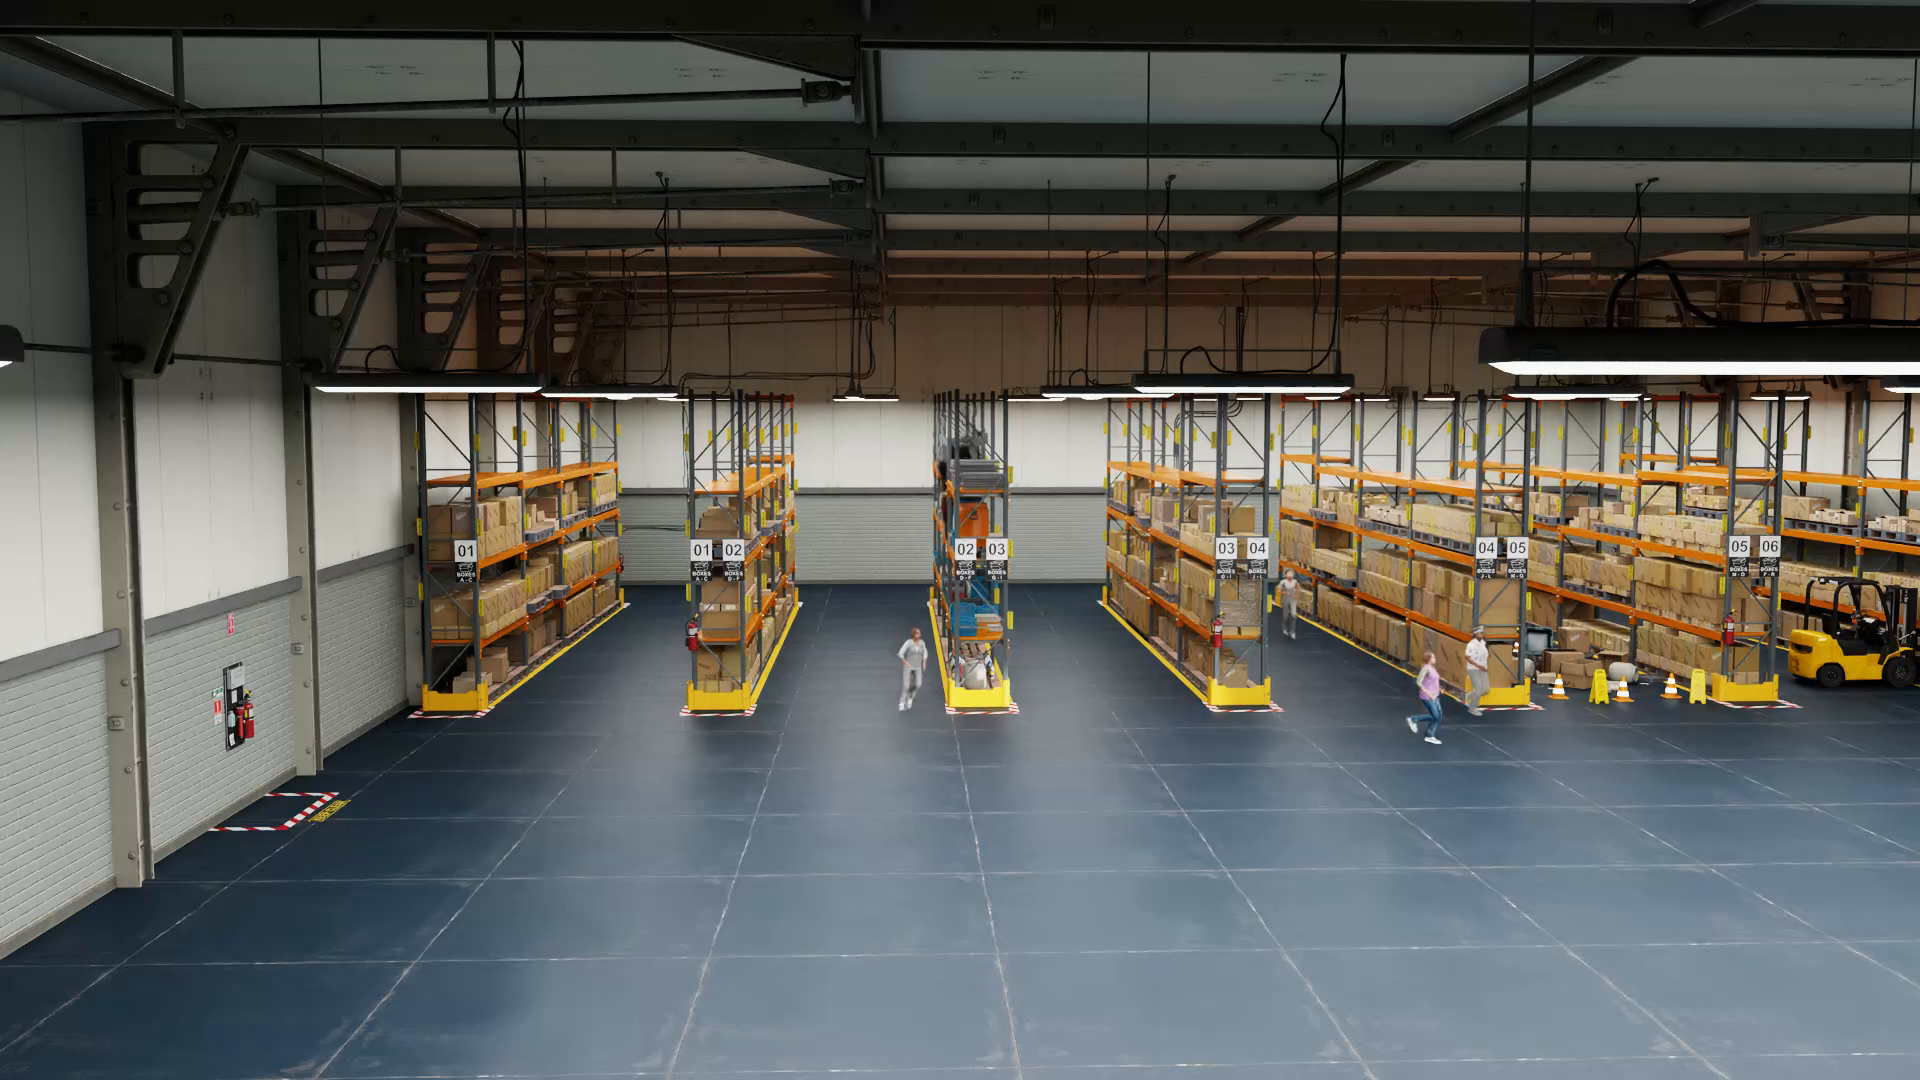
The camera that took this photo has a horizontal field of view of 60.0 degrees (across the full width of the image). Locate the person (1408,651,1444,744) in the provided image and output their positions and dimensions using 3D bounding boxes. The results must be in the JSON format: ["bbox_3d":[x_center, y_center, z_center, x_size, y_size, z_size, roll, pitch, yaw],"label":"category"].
[{"bbox_3d":[7.908,2.660,28.220,0.552,1.557,0.547,3,6,36],"label":"person"}]

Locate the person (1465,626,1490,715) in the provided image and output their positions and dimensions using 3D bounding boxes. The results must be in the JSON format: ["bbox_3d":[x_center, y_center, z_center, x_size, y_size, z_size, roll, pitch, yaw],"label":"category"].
[{"bbox_3d":[9.588,2.402,30.738,0.611,1.664,0.537,-3,6,-36],"label":"person"}]

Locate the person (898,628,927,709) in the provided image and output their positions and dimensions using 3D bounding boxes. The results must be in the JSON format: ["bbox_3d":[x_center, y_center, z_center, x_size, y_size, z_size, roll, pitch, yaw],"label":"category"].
[{"bbox_3d":[-0.860,2.395,31.120,0.600,1.513,0.542,-1,5,-16],"label":"person"}]

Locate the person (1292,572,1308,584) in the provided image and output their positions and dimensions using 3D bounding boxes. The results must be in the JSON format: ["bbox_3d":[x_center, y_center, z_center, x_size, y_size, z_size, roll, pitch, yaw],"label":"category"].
[{"bbox_3d":[10.056,0.849,48.934,0.931,1.746,0.730,-1,5,-7],"label":"person"}]

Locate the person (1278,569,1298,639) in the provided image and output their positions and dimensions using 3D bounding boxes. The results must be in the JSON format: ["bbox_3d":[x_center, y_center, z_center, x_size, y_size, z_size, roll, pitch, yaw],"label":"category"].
[{"bbox_3d":[8.077,1.565,40.919,0.555,1.725,0.761,0,5,0],"label":"person"}]
